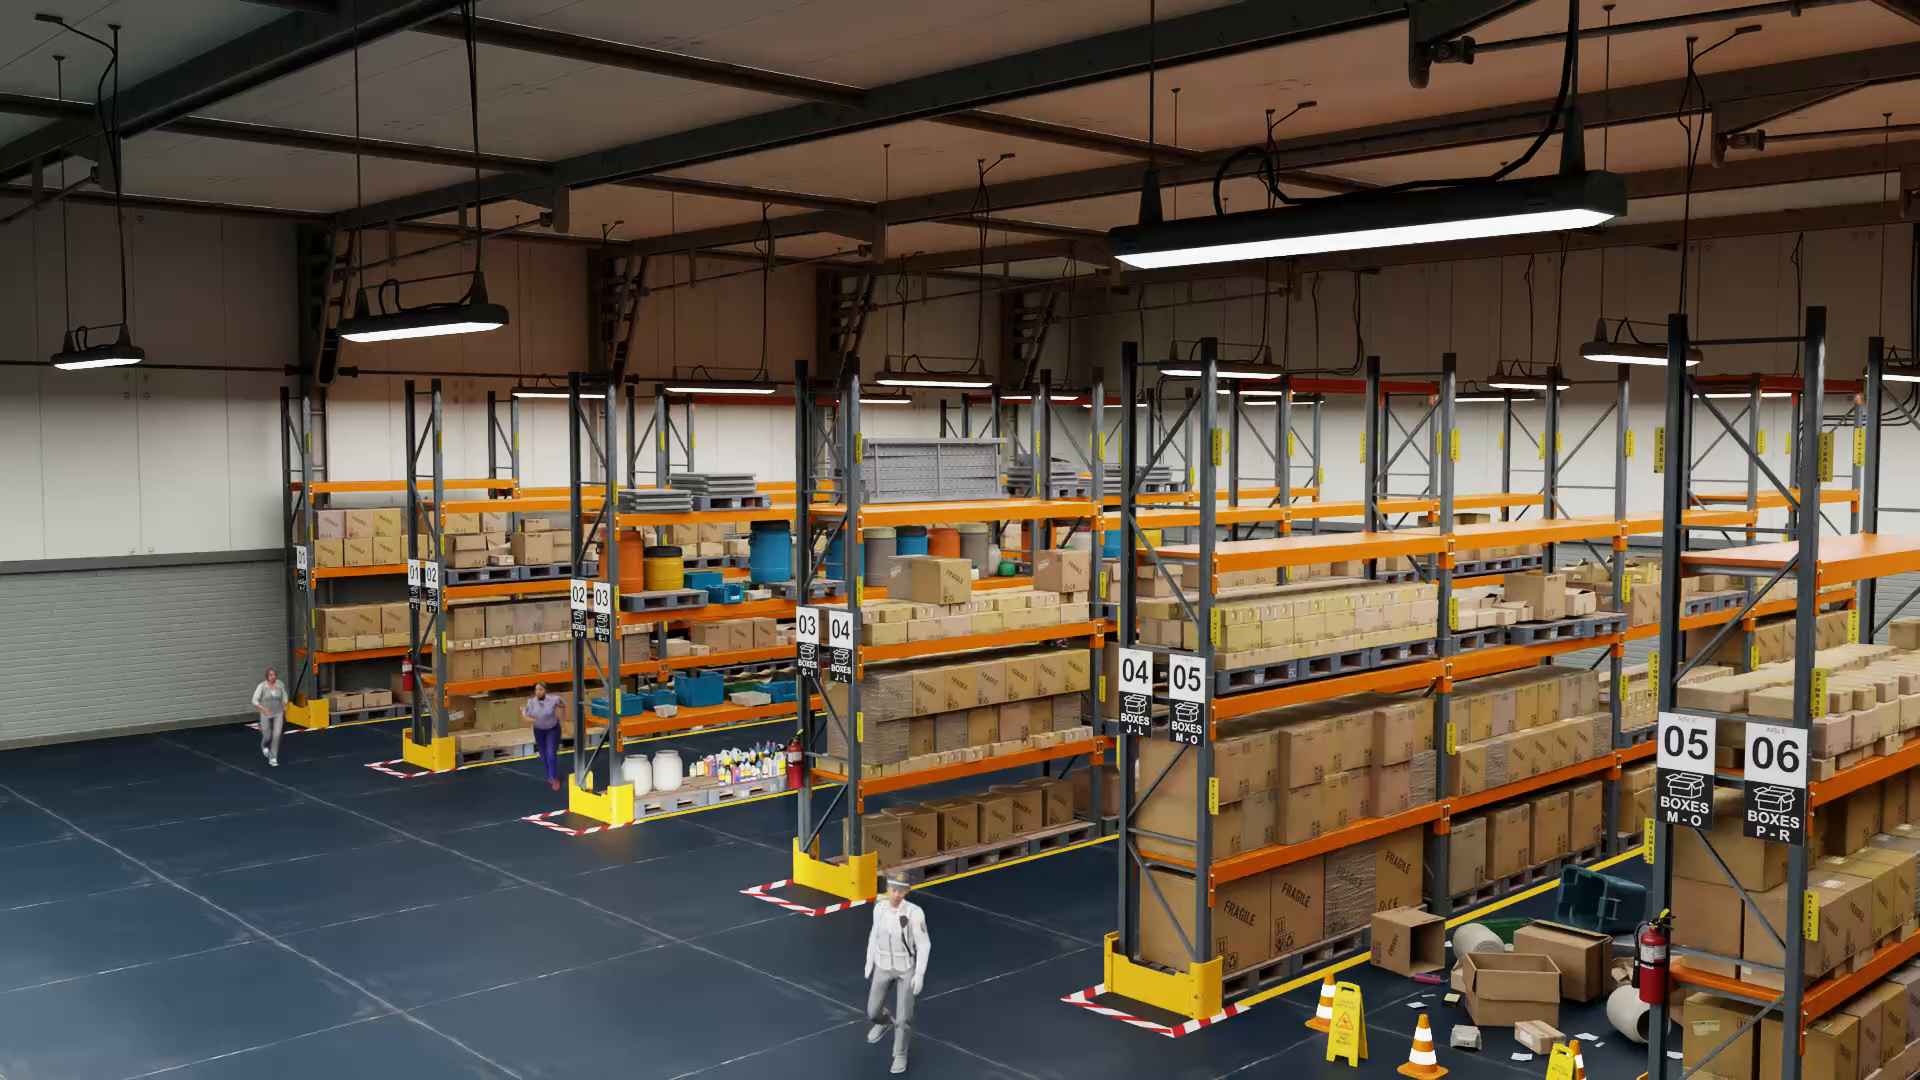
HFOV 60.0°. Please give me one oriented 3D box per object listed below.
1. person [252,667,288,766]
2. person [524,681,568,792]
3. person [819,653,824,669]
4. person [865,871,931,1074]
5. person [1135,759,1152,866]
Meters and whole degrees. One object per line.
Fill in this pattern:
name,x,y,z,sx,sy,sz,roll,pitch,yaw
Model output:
person,-10.788,2.757,26.008,0.536,1.520,0.688,-2,4,-31
person,-6.013,2.828,24.168,0.541,1.601,0.888,0,4,6
person,-2.937,2.191,33.721,0.807,1.614,0.598,-3,5,-42
person,-0.512,3.473,13.556,0.648,1.653,0.651,1,4,16
person,2.359,3.101,19.458,0.720,1.703,0.800,-1,4,-9
